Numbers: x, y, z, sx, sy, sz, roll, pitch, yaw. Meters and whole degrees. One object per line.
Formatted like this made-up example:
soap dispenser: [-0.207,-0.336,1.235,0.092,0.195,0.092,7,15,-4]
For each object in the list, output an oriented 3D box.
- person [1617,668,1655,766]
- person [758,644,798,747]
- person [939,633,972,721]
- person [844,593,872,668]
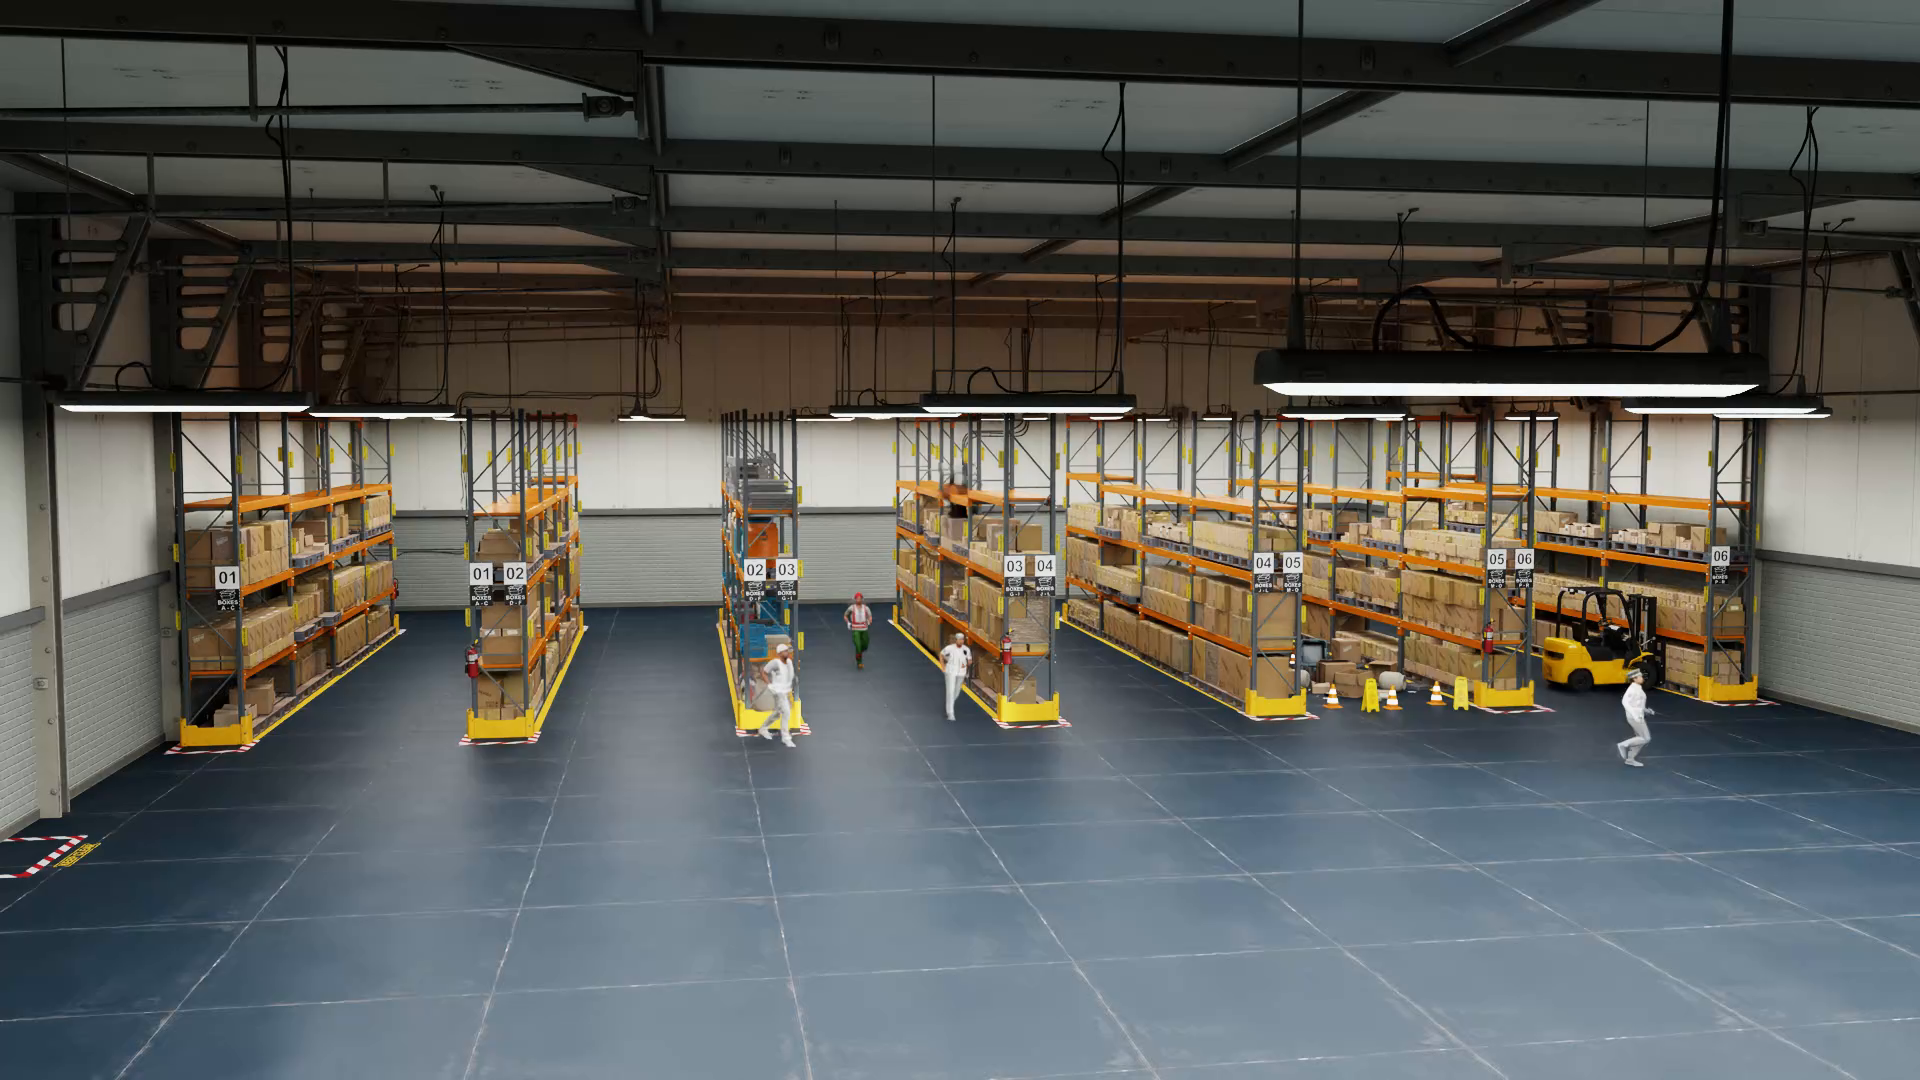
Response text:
person: [11.313,2.965,27.818,0.547,1.651,0.618,2,5,28]
person: [-3.241,2.760,29.785,0.839,1.828,0.678,2,4,24]
person: [-0.076,2.651,32.505,0.630,1.687,0.873,-1,4,-17]
person: [-2.391,2.119,39.180,0.663,1.748,0.780,-1,4,-18]
